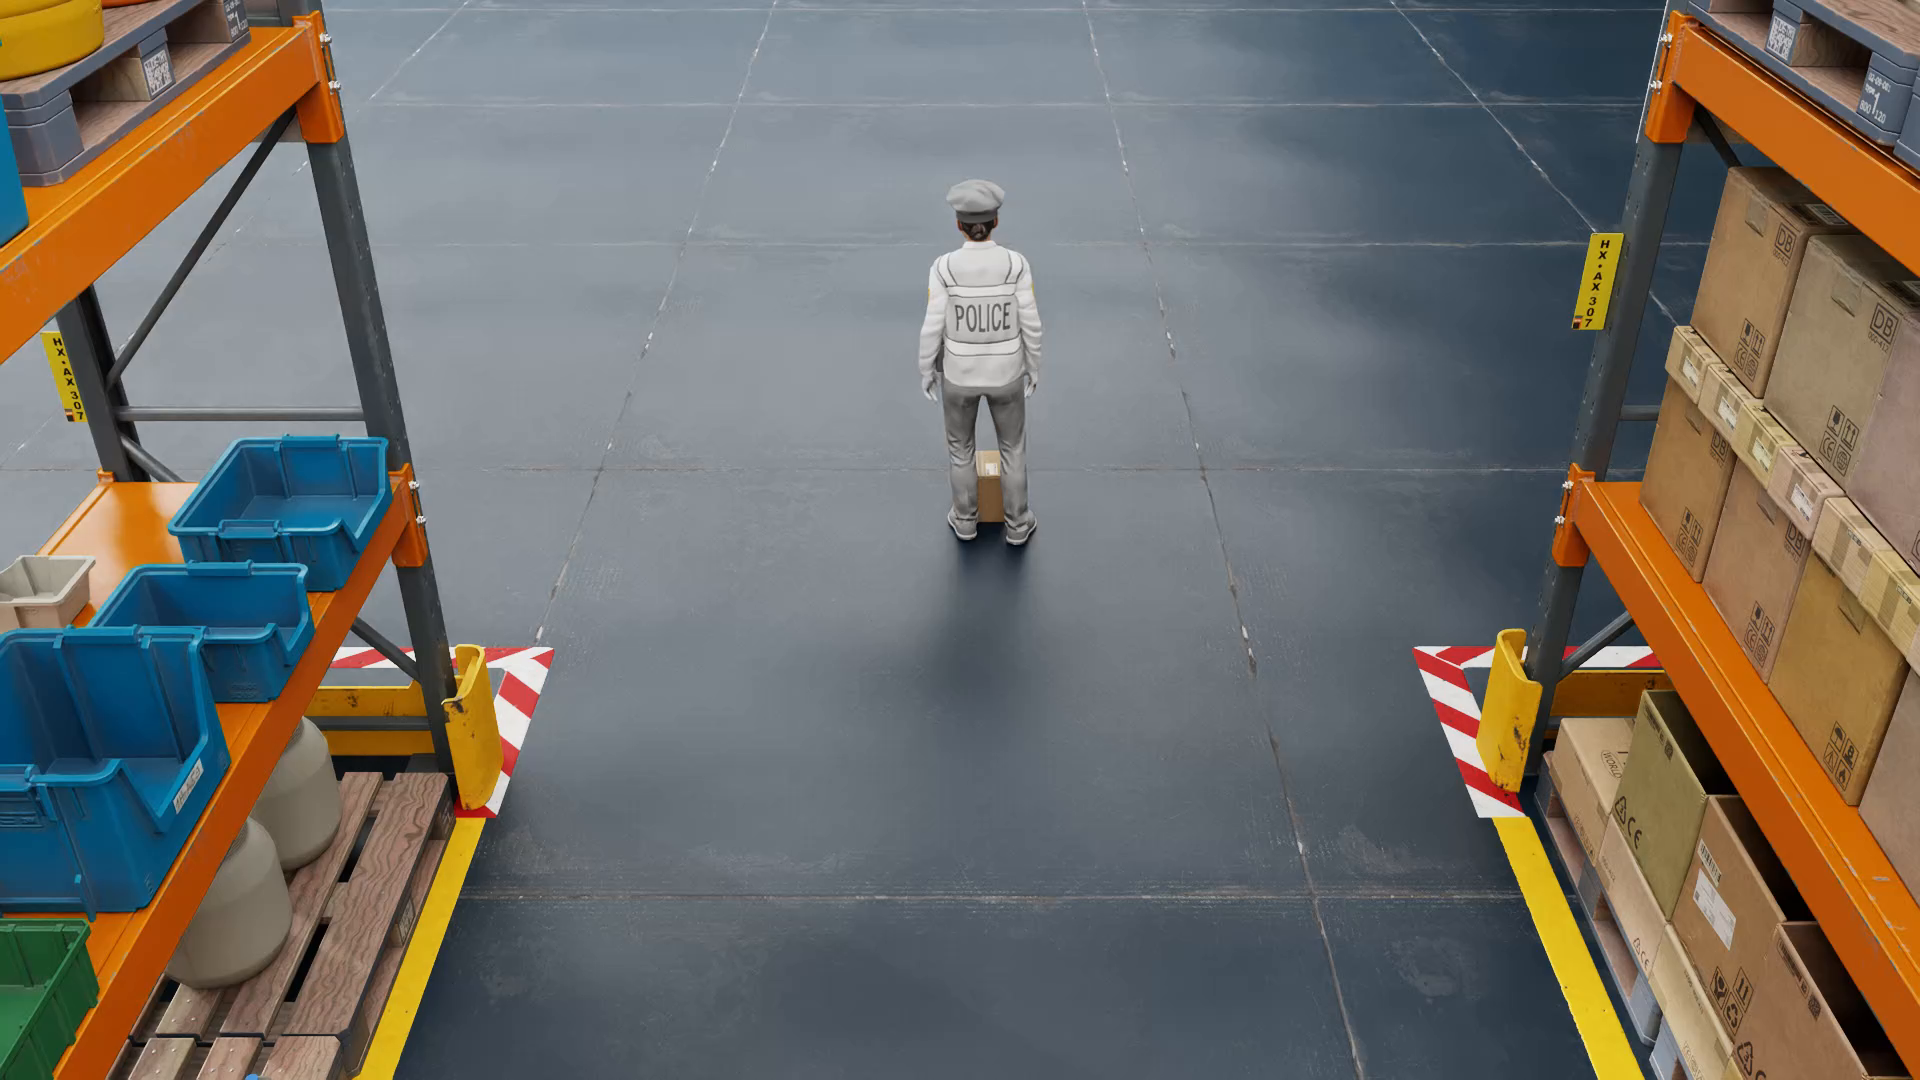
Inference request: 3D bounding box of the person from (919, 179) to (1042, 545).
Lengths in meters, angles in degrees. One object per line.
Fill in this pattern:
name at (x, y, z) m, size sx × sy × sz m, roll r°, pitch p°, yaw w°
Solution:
person at (0.091, -0.740, 7.326) m, size 0.547 × 1.667 × 0.408 m, roll -2°, pitch 32°, yaw -3°
